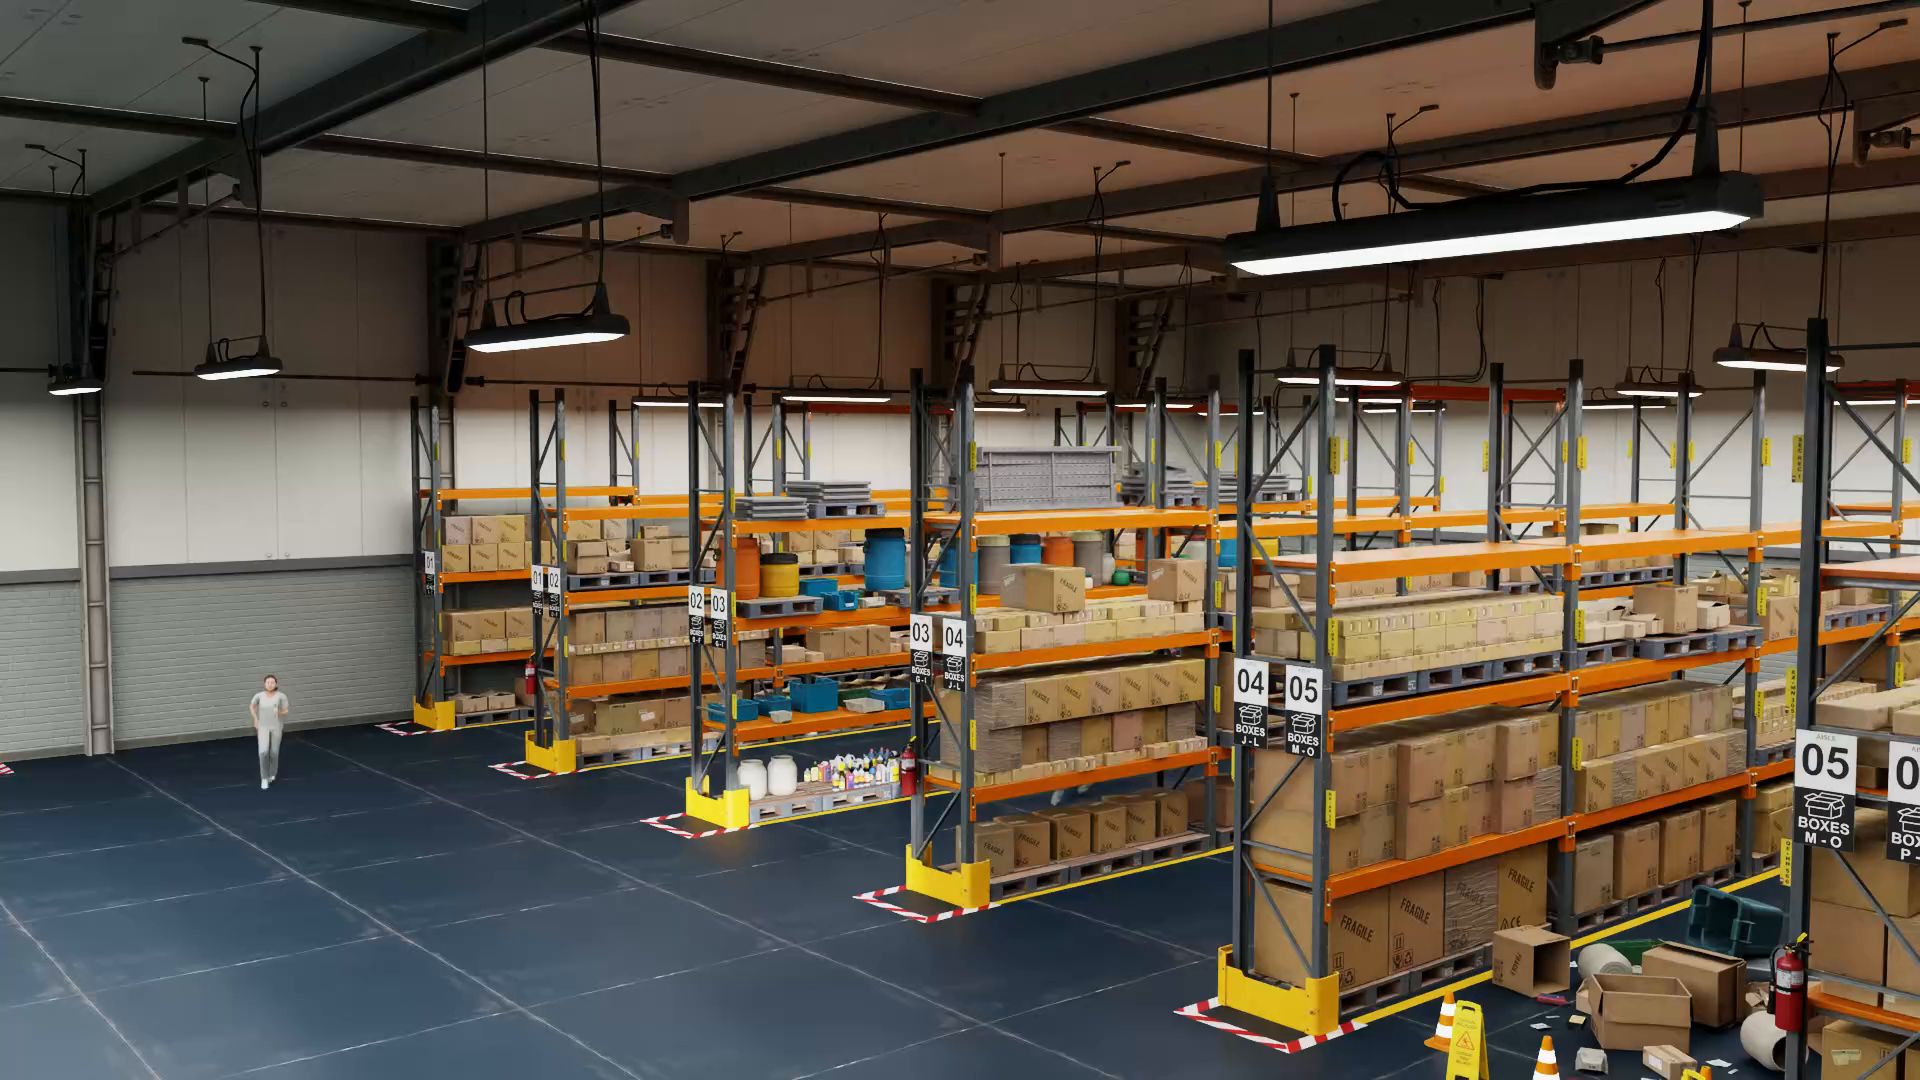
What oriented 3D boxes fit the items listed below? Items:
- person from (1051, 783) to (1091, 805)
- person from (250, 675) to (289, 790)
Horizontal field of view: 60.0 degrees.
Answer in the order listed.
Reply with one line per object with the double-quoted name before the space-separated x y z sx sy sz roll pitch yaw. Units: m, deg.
"person" 1.611 2.931 23.973 0.609 1.695 0.904 2 4 34
"person" -10.337 2.868 24.923 0.542 1.708 0.726 -2 4 -24
